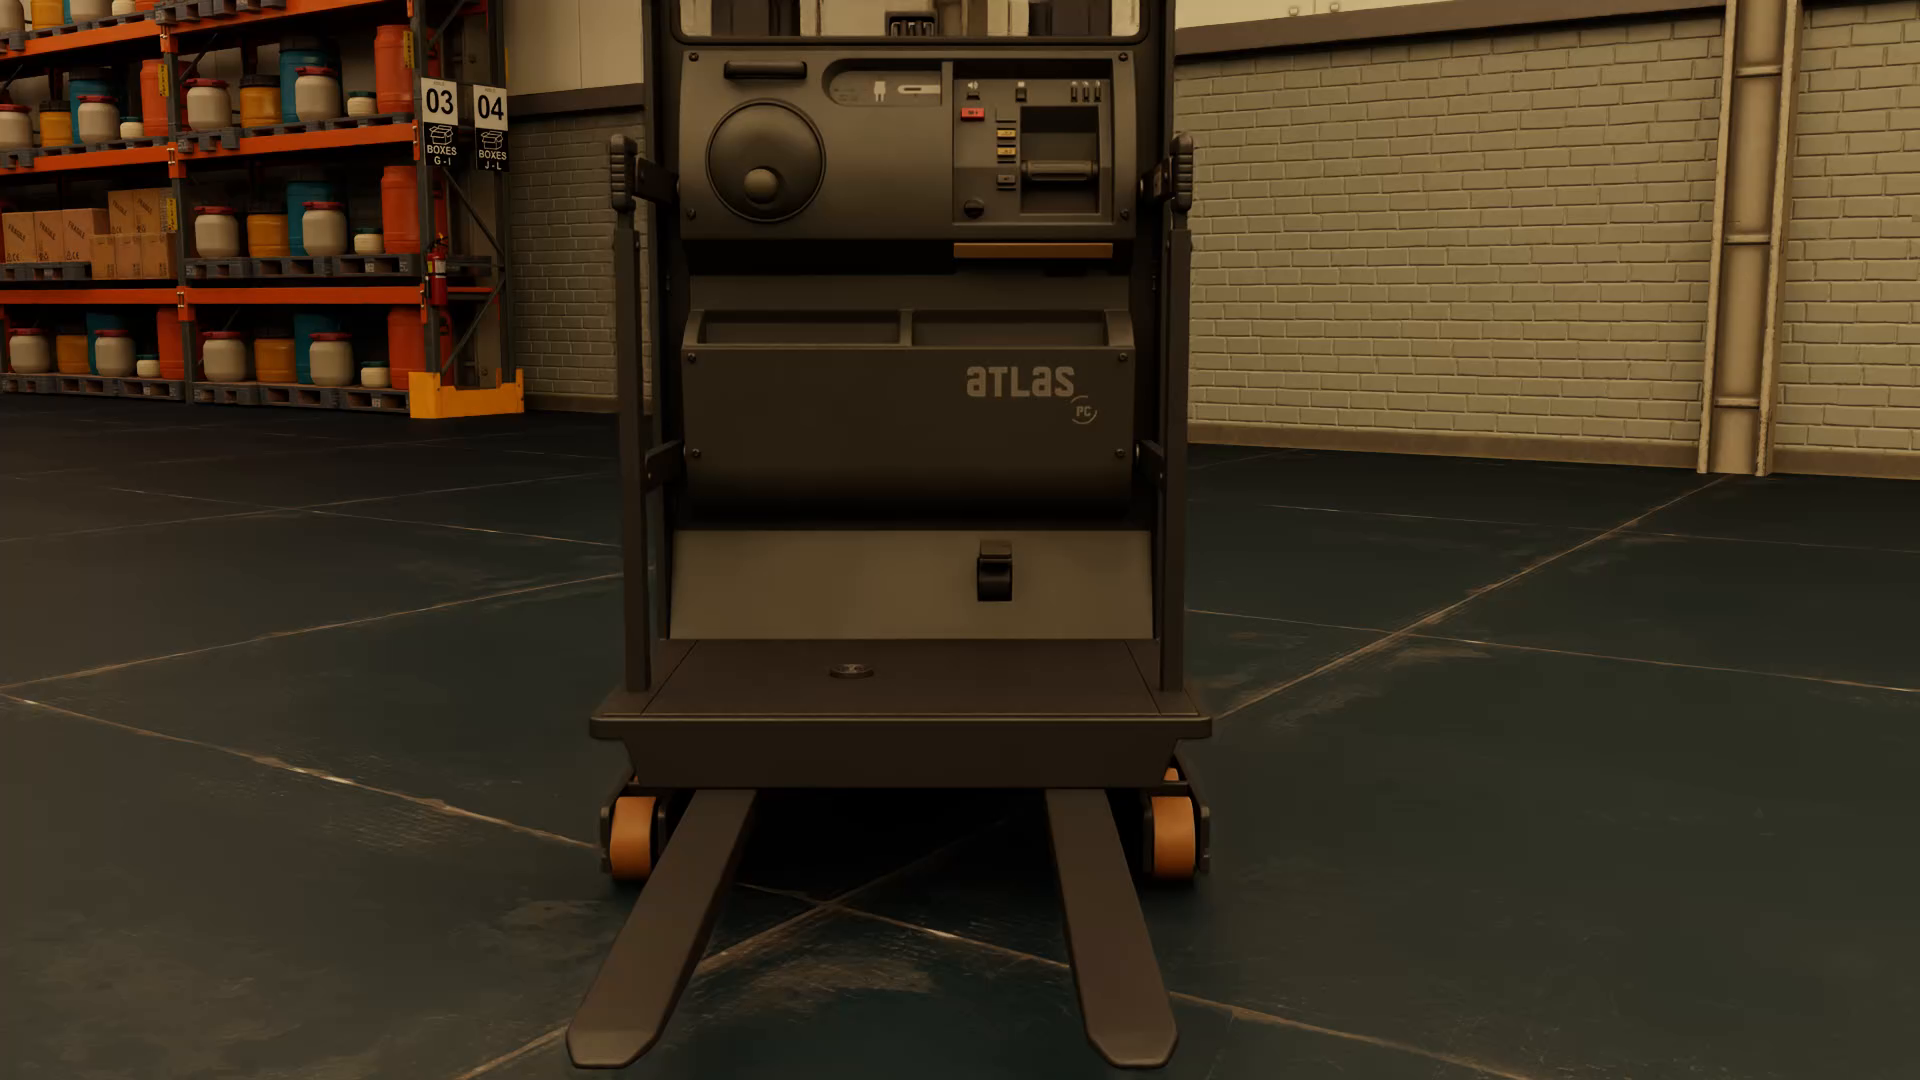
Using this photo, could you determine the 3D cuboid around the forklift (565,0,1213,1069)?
[{"bbox_3d":[-0.104,-0.854,3.196,1.130,2.935,3.031,0,8,0],"label":"forklift"}]
